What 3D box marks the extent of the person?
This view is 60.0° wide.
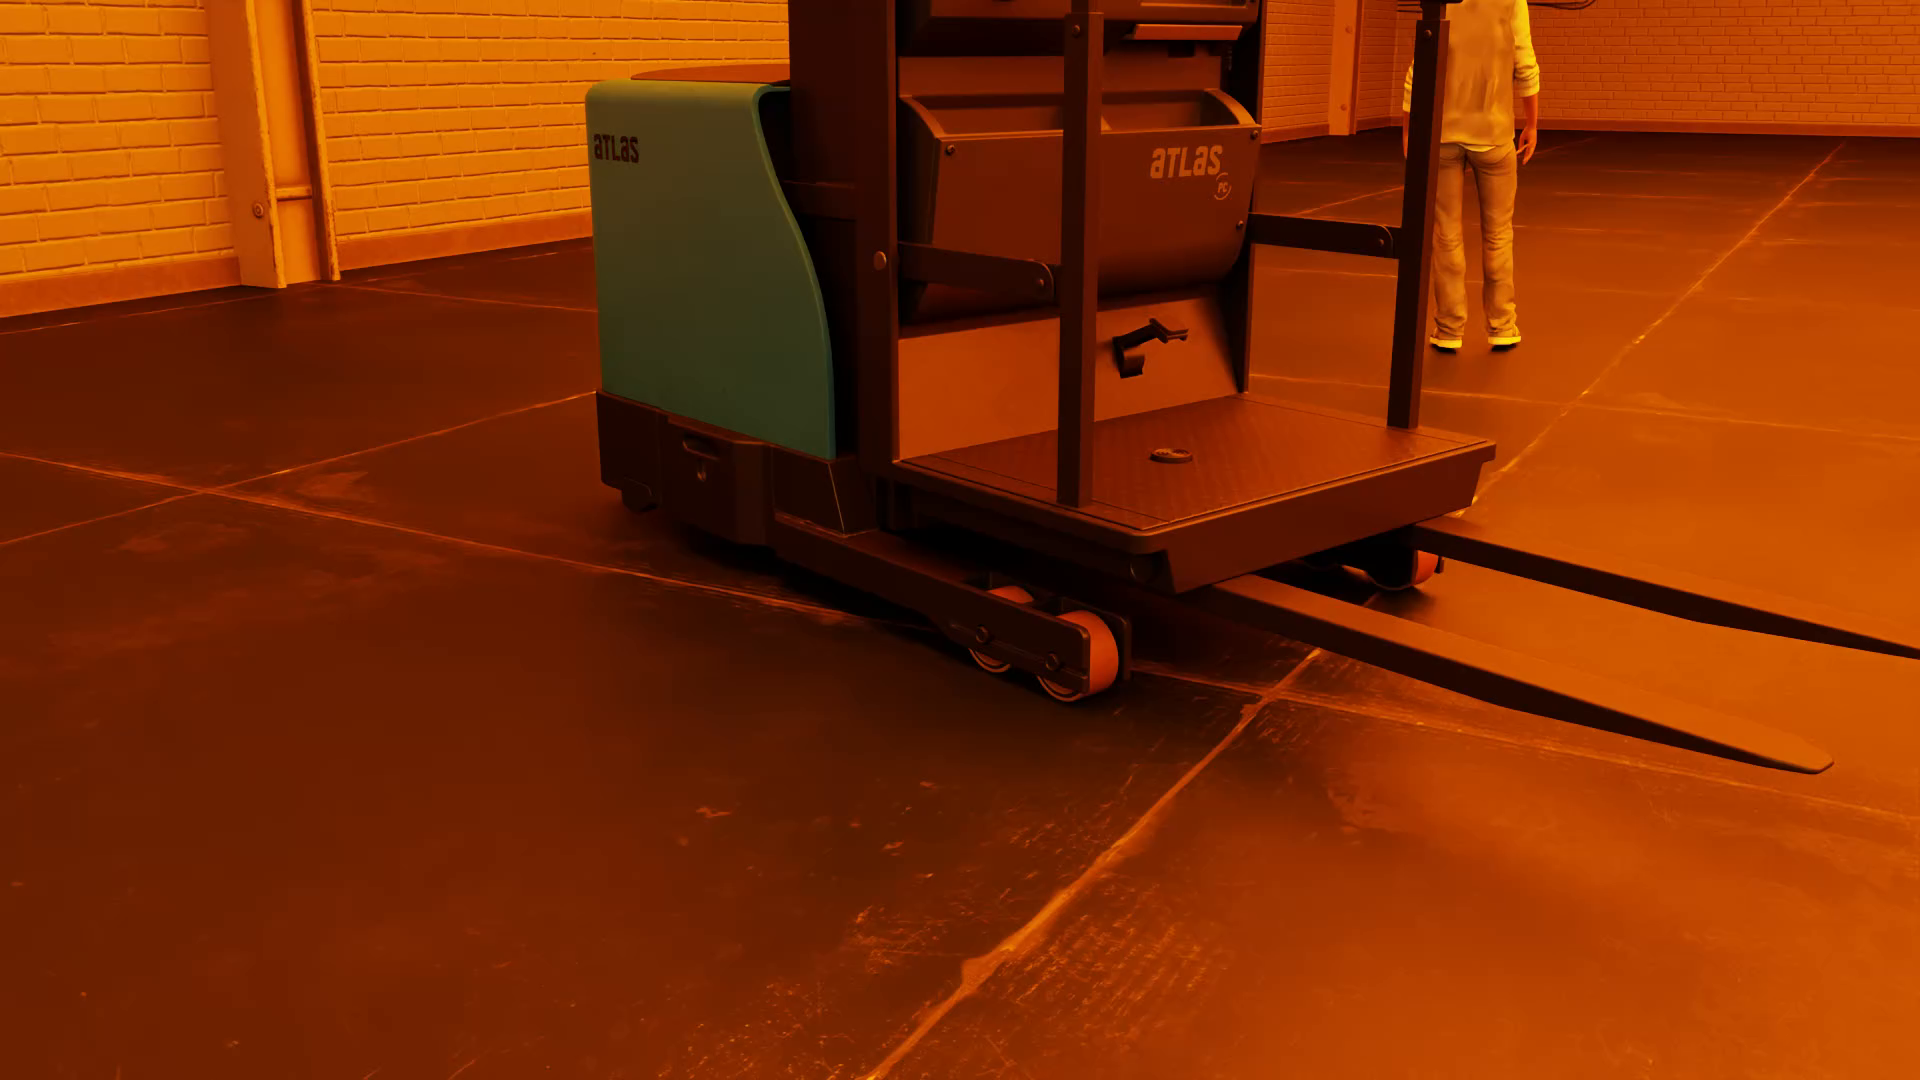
[{"bbox_3d":[1.967,-1.538,6.412,0.521,1.600,0.472,5,17,15],"label":"person"}]

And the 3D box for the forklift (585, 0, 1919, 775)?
[{"bbox_3d":[0.408,-1.271,3.168,1.130,2.935,3.031,-14,21,-39],"label":"forklift"}]
